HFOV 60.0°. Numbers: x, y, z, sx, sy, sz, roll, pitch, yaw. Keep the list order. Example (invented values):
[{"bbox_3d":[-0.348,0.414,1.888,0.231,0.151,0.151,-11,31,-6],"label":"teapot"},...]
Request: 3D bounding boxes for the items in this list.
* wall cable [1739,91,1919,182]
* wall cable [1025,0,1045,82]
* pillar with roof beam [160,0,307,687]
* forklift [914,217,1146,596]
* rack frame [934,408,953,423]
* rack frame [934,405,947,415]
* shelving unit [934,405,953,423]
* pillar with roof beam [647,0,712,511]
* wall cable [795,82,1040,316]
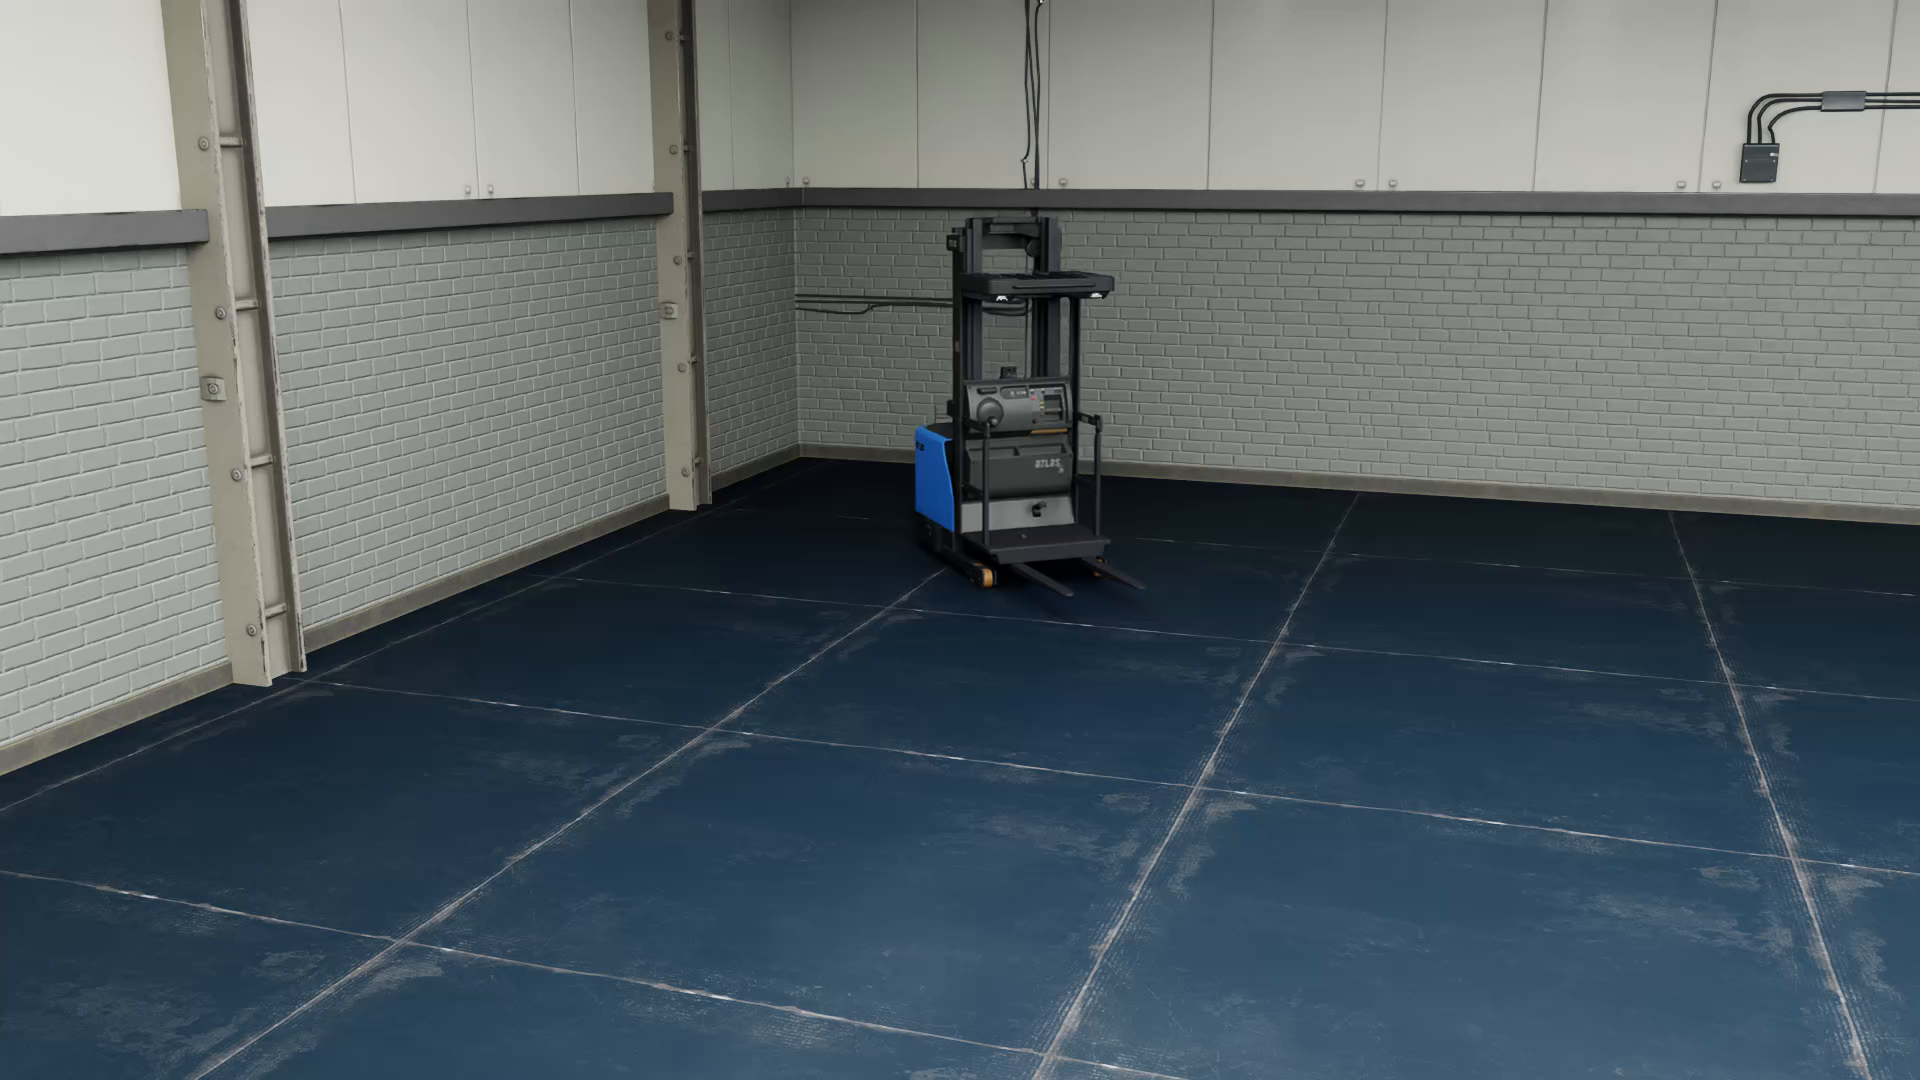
[{"bbox_3d":[8.458,-6.229,14.674,2.305,6.003,0.169,4,14,18],"label":"wall cable"},{"bbox_3d":[2.040,-6.011,16.991,3.097,2.526,0.112,4,14,18],"label":"wall cable"},{"bbox_3d":[-0.592,-3.159,8.868,9.100,9.000,0.400,4,14,18],"label":"pillar with roof beam"},{"bbox_3d":[0.575,-1.139,13.654,1.130,2.935,3.031,-5,14,-20],"label":"forklift"},{"bbox_3d":[-0.115,-0.610,15.227,0.240,1.200,0.006,0,13,-1],"label":"rack frame"},{"bbox_3d":[-0.119,-0.651,15.406,0.240,1.200,0.006,0,13,-1],"label":"rack frame"},{"bbox_3d":[-0.117,-0.631,15.317,0.258,1.200,0.189,0,13,-1],"label":"shelving unit"},{"bbox_3d":[1.349,-4.422,14.403,9.100,9.000,0.400,4,14,18],"label":"pillar with roof beam"},{"bbox_3d":[-0.520,-3.744,18.407,3.097,2.526,0.112,4,14,18],"label":"wall cable"}]
